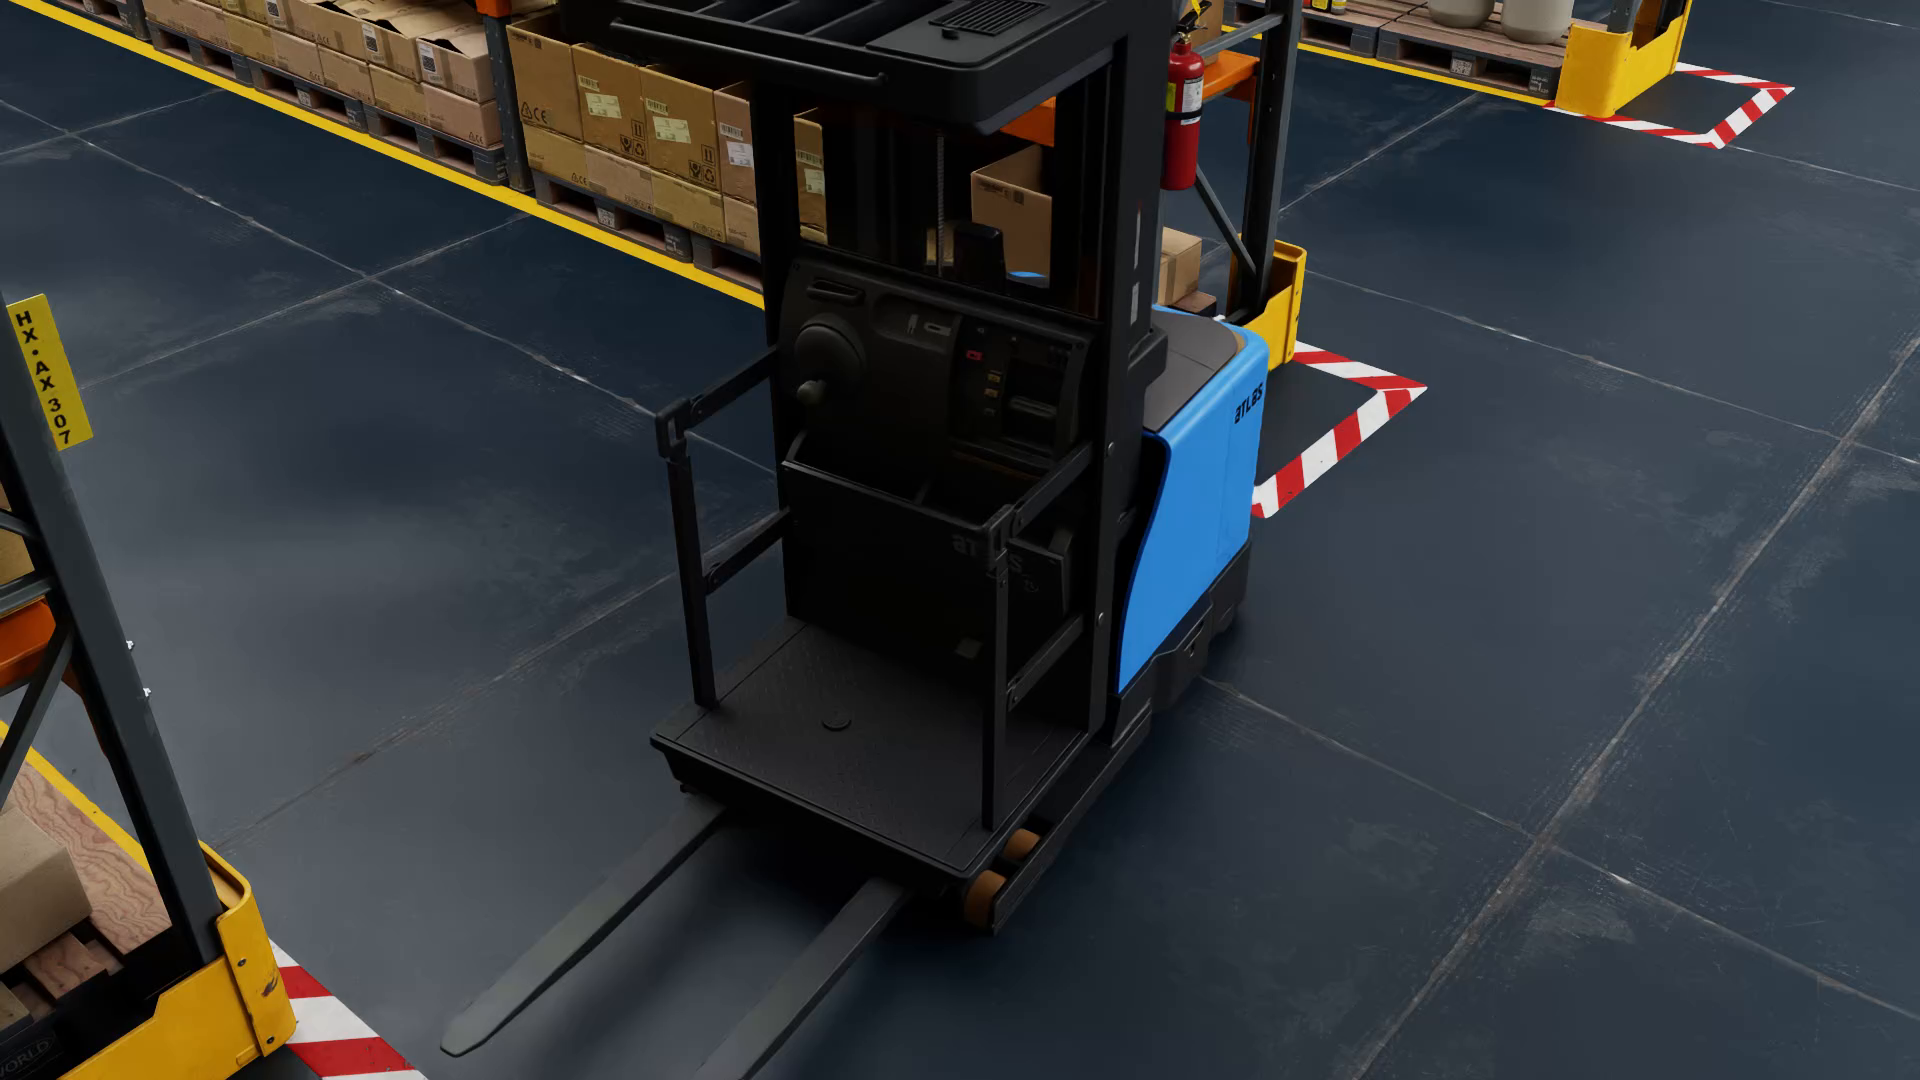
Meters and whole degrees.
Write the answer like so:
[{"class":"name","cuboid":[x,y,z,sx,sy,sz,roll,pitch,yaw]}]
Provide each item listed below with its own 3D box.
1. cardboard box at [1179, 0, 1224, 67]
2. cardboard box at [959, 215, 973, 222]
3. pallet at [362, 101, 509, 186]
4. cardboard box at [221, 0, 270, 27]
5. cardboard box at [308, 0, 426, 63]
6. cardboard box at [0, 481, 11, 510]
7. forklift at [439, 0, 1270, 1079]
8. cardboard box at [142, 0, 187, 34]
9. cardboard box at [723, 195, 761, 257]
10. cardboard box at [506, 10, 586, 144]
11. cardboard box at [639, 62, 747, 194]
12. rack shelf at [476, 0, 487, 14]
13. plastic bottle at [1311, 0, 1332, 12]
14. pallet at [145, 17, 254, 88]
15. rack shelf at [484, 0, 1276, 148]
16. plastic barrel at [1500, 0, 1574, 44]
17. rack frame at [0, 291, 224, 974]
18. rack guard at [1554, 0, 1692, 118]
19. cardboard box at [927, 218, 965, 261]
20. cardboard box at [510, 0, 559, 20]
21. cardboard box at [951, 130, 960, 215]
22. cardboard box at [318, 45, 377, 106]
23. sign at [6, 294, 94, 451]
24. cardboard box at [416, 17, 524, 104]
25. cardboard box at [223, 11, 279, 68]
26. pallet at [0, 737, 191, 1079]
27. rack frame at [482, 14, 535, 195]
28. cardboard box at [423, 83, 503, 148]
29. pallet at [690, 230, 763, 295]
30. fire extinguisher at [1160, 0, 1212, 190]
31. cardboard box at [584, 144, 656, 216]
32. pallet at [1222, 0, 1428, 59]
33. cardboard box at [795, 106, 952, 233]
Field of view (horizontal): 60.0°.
[{"class":"cardboard box","cuboid":[0.647,-2.106,6.578,0.500,0.500,0.700,25,42,32]},{"class":"cardboard box","cuboid":[0.341,-1.400,7.697,0.500,0.250,0.500,25,42,32]},{"class":"pallet","cuboid":[-2.667,-2.439,9.615,1.213,0.211,1.003,25,42,32]},{"class":"cardboard box","cuboid":[-4.136,-3.368,10.068,0.500,0.311,0.500,24,41,31]},{"class":"cardboard box","cuboid":[-3.357,-2.999,9.530,0.500,0.311,0.500,25,42,32]},{"class":"cardboard box","cuboid":[-2.343,-0.292,3.479,0.500,0.500,0.500,25,42,32]},{"class":"forklift","cuboid":[-0.195,-0.418,4.270,1.130,2.935,3.031,19,39,26]},{"class":"cardboard box","cuboid":[-4.936,-3.510,10.769,0.500,0.250,0.500,25,42,32]},{"class":"cardboard box","cuboid":[-0.764,-1.533,7.891,0.500,0.250,0.500,25,42,32]},{"class":"cardboard box","cuboid":[-1.920,-2.383,8.466,0.500,0.500,0.500,25,42,32]},{"class":"cardboard box","cuboid":[-1.152,-2.021,7.939,0.500,0.500,0.500,25,42,32]},{"class":"rack shelf","cuboid":[-3.613,-3.766,9.720,4.000,0.370,1.077,25,42,32]},{"class":"plastic bottle","cuboid":[2.377,-3.614,10.873,0.133,0.283,0.061,26,42,33]},{"class":"pallet","cuboid":[-4.543,-3.323,10.902,1.213,0.211,1.003,25,42,32]},{"class":"rack shelf","cuboid":[-0.539,-2.318,7.611,4.000,0.370,1.077,25,42,32]},{"class":"plastic barrel","cuboid":[3.615,-3.396,10.372,0.421,0.512,0.421,0,34,0]},{"class":"rack frame","cuboid":[-2.169,0.267,3.212,0.127,3.000,1.000,25,42,32]},{"class":"rack guard","cuboid":[4.081,-3.020,10.206,0.348,0.500,1.175,25,42,32]},{"class":"cardboard box","cuboid":[0.005,-1.171,7.363,0.500,0.250,0.500,25,42,32]},{"class":"cardboard box","cuboid":[-2.235,-2.867,9.338,0.500,0.311,0.500,25,42,32]},{"class":"cardboard box","cuboid":[-0.050,-1.885,7.741,0.500,0.500,0.500,25,42,32]},{"class":"cardboard box","cuboid":[-3.361,-2.771,9.694,0.500,0.250,0.500,26,42,33]},{"class":"sign","cuboid":[-1.822,-0.326,3.311,0.005,0.325,0.100,25,42,32]},{"class":"cardboard box","cuboid":[-2.571,-2.631,8.994,0.500,0.311,0.500,25,42,32]},{"class":"cardboard box","cuboid":[-4.145,-3.142,10.234,0.500,0.250,0.500,24,41,31]},{"class":"pallet","cuboid":[-2.829,1.079,4.492,1.213,0.211,1.003,25,42,32]},{"class":"rack frame","cuboid":[-2.076,-3.339,8.462,0.127,3.000,1.000,25,42,32]},{"class":"cardboard box","cuboid":[-2.580,-2.402,9.156,0.500,0.250,0.500,25,42,31]},{"class":"pallet","cuboid":[-0.550,-1.441,8.162,1.213,0.211,1.003,25,42,32]},{"class":"fire extinguisher","cuboid":[0.791,-1.613,6.017,0.183,0.674,0.296,25,42,32]},{"class":"cardboard box","cuboid":[-1.533,-1.895,8.418,0.500,0.250,0.500,25,42,32]},{"class":"pallet","cuboid":[2.527,-3.640,11.363,1.213,0.211,1.003,25,42,32]},{"class":"cardboard box","cuboid":[-0.383,-1.659,7.412,0.500,0.500,0.500,25,42,32]}]
